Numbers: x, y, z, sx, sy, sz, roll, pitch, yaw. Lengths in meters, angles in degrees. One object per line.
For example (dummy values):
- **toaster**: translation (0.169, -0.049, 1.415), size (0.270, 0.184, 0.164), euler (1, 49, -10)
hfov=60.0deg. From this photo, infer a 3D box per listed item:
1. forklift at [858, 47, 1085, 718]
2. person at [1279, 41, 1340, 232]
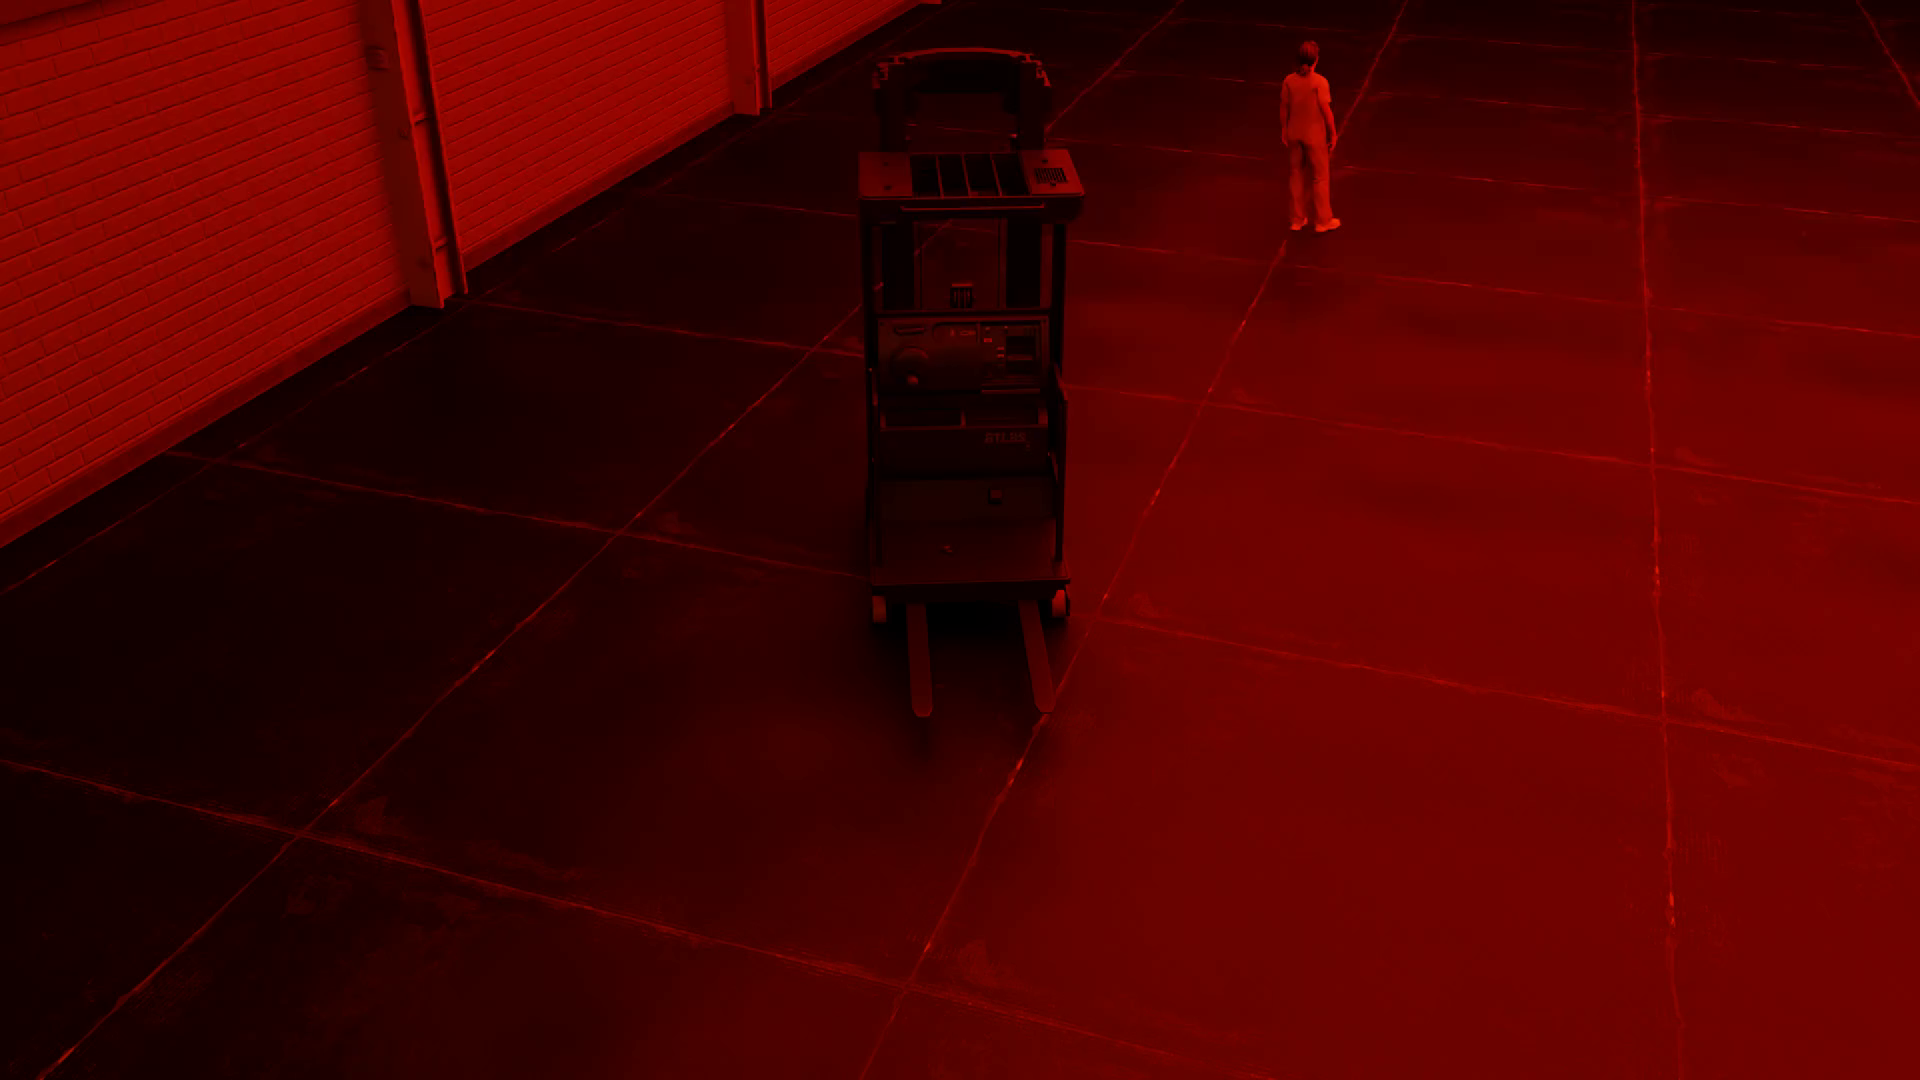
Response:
- **forklift**: translation (0.035, -0.972, 8.842), size (1.130, 2.935, 3.031), euler (-2, 30, -3)
- **person**: translation (3.082, -3.553, 14.626), size (0.545, 1.676, 0.546), euler (21, 36, 33)
